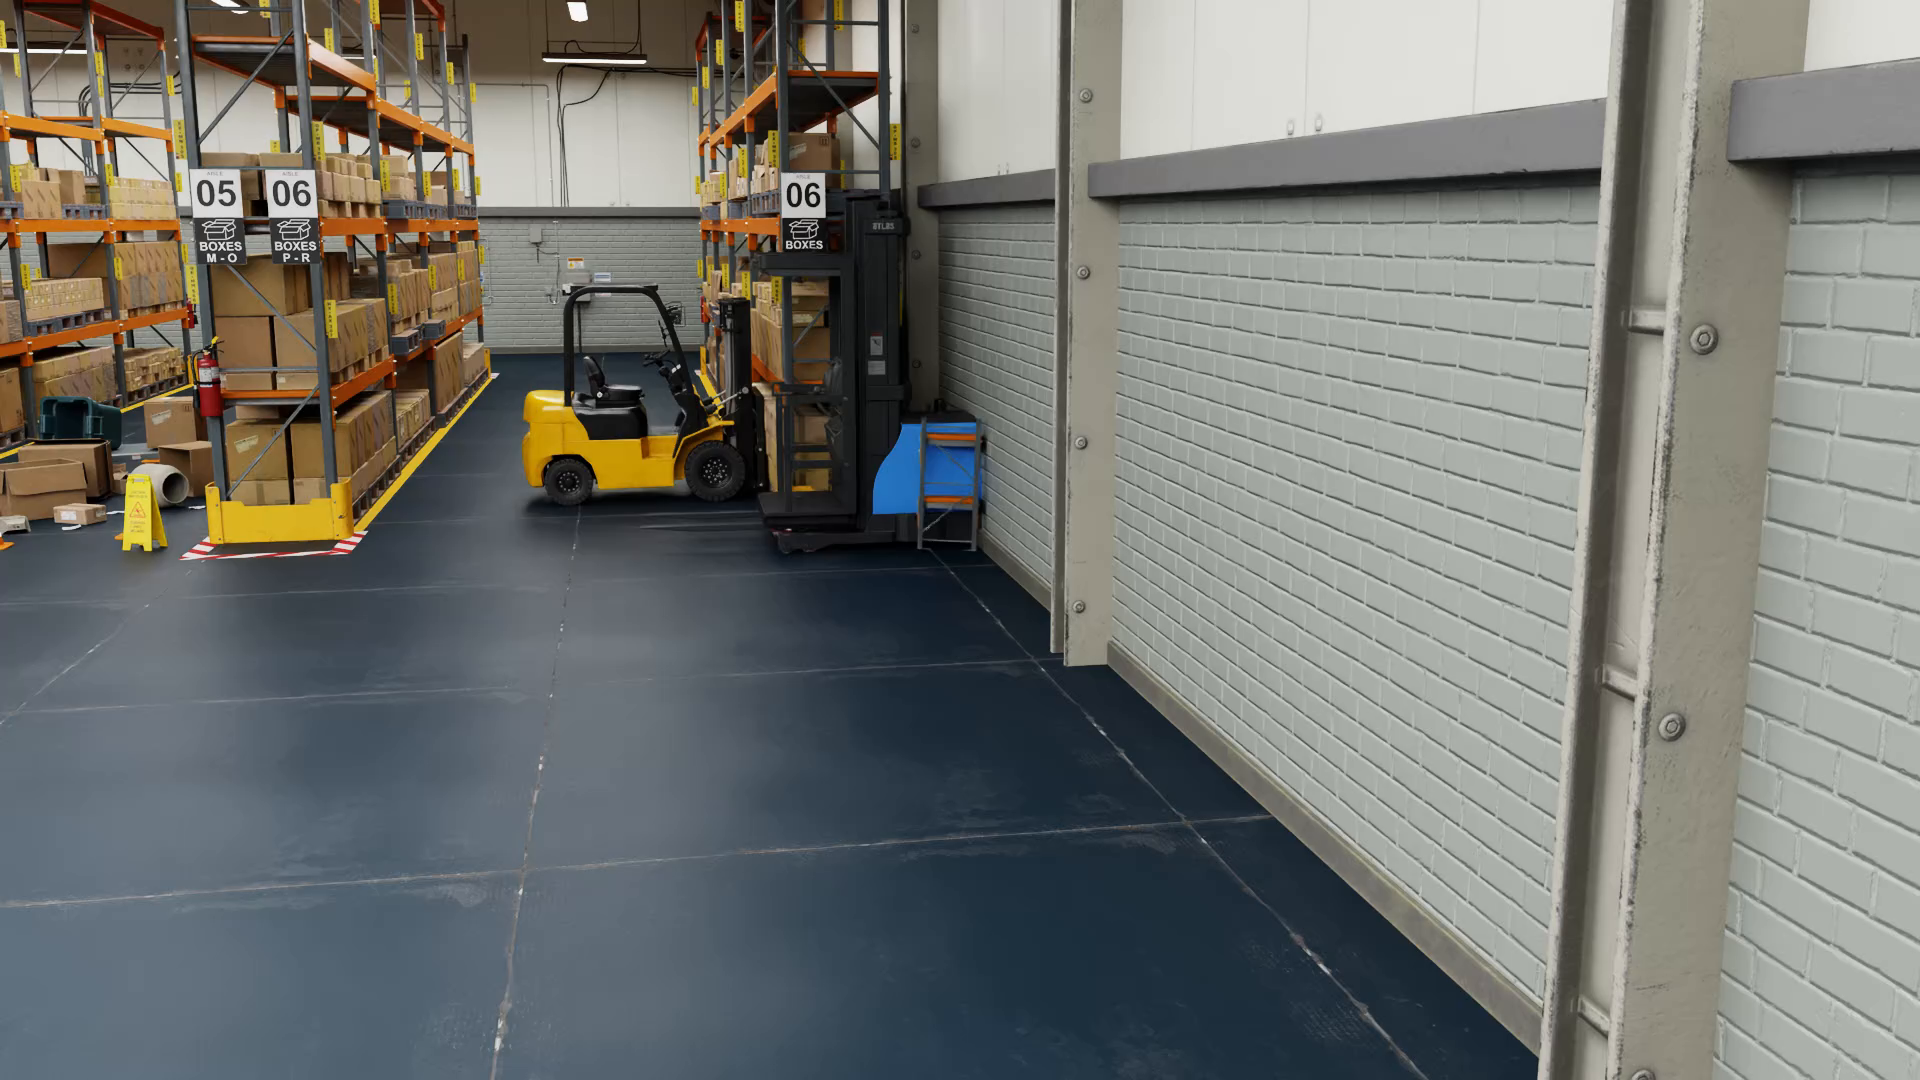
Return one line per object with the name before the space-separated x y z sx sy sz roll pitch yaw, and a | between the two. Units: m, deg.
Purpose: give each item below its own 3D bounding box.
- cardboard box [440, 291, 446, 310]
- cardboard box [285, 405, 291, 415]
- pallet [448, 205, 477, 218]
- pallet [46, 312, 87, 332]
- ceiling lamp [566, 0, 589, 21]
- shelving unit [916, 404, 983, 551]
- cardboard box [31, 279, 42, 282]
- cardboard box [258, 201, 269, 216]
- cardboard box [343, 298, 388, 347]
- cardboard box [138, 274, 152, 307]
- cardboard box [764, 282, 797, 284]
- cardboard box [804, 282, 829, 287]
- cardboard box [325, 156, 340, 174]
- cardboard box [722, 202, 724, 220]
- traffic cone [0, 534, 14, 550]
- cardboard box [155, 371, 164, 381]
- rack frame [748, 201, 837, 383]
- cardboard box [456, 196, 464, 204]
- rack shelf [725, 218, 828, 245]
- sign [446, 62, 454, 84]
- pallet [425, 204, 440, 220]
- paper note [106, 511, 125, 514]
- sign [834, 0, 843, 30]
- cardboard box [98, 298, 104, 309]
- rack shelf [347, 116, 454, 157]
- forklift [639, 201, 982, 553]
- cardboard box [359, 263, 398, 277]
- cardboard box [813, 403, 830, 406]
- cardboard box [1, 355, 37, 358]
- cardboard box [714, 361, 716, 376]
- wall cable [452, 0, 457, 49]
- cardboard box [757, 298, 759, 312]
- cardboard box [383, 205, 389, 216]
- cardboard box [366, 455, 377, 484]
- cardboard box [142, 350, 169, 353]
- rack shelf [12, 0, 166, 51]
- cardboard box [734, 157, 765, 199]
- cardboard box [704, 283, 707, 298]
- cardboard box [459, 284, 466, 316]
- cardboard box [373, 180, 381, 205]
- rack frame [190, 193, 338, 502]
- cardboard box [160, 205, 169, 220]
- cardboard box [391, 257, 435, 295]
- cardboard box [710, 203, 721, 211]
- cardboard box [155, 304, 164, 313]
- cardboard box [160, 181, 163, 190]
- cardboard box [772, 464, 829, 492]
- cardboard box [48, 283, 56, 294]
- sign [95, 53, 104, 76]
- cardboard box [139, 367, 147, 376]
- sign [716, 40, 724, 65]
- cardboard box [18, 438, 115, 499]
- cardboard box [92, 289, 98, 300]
cardboard box | -7.600 -3.404 23.624 0.500 0.250 0.500 -2 11 -11
cardboard box | -6.598 -1.268 15.824 0.380 0.149 0.250 -2 11 -10
pallet | -8.961 -5.705 28.864 1.003 0.211 1.213 -2 11 -11
pallet | -12.821 -3.013 23.015 1.003 0.211 1.213 -2 11 -11
ceiling lamp | -5.462 -9.439 24.612 0.800 3.185 2.000 -2 11 -11
shelving unit | -0.082 -0.563 14.558 0.538 1.125 1.048 2 11 1
cardboard box | -13.441 -3.667 23.898 0.380 0.149 0.250 -2 11 -11
cardboard box | -6.446 -2.976 14.961 0.380 0.149 0.250 -2 11 -9
cardboard box | -6.451 -2.333 17.868 0.500 0.500 0.500 -2 11 -12
cardboard box | -13.189 -3.958 26.407 0.500 0.500 0.500 -2 11 -12
cardboard box | -1.986 -2.792 18.545 0.380 0.149 0.250 -2 11 -10
cardboard box | -1.547 -2.810 18.640 0.380 0.149 0.250 -2 11 -13
cardboard box | -5.901 -3.433 15.230 0.380 0.149 0.250 -2 11 -11
cardboard box | -3.128 -4.702 23.758 0.500 0.250 0.500 -2 11 -11
traffic cone | -8.375 -0.159 14.297 0.336 0.463 0.334 -2 11 -11
cardboard box | -13.323 -2.694 27.330 0.380 0.149 0.250 -2 11 -10
rack frame | -1.913 -2.391 19.238 1.000 3.000 0.127 -2 11 -11
cardboard box | -8.780 -5.863 28.738 0.380 0.149 0.250 -3 11 -15
rack shelf | -2.302 -3.878 20.952 1.077 0.370 4.000 -2 11 -11
sign | -7.808 -7.144 25.454 0.100 0.325 0.005 -2 11 -11
pallet | -7.737 -4.441 22.488 1.213 0.211 1.003 -2 11 -8
paper note | -8.158 -0.275 16.088 0.148 0.019 0.142 2 11 9
sign | -1.364 -5.891 18.657 0.100 0.325 0.005 -2 11 -11
cardboard box | -12.902 -3.496 24.591 0.380 0.149 0.250 -2 11 -12
rack shelf | -7.949 -5.708 23.611 1.077 0.370 4.000 -2 11 -11
forklift | -1.275 -1.434 14.391 3.031 2.935 1.130 -2 11 -10
cardboard box | -6.526 -3.029 18.669 0.380 0.149 0.250 -2 11 -11
cardboard box | -1.231 -1.283 16.972 0.500 0.250 0.500 -2 11 -11
cardboard box | -12.978 -2.394 22.808 0.500 0.250 0.500 -2 11 -10
cardboard box | -3.935 -2.879 27.988 0.396 0.266 0.258 -2 11 -9
wall cable | -11.526 -11.594 33.896 2.355 3.000 0.029 -2 11 -11
cardboard box | -2.004 -2.549 18.063 0.380 0.149 0.250 -2 11 -10
cardboard box | -7.235 -4.189 20.386 0.797 0.503 0.637 -2 11 -11
cardboard box | -6.100 -0.684 16.496 0.500 0.250 0.500 -1 11 -7
cardboard box | -13.444 -3.082 27.776 0.380 0.149 0.250 -3 11 -13
rack shelf | -13.562 -8.072 26.074 1.077 0.370 4.000 -2 11 -11
cardboard box | -2.592 -4.575 21.028 0.500 0.500 0.500 -2 11 -10
cardboard box | -4.325 -4.479 29.813 0.500 0.250 0.500 -2 11 -10
cardboard box | -8.172 -3.822 26.487 0.500 0.500 0.500 -2 11 -9
cardboard box | -6.431 -3.685 17.616 0.500 0.250 0.500 -2 11 -12
rack frame | -6.004 -1.476 14.431 1.000 3.000 0.127 -2 11 -11
cardboard box | -13.497 -5.445 27.661 0.500 0.250 0.500 -2 11 -11
cardboard box | -7.416 -3.583 22.559 0.500 0.500 0.500 -2 11 -13
cardboard box | -3.809 -5.484 27.069 0.500 0.250 0.500 -2 11 -11
cardboard box | -13.441 -3.852 27.583 0.380 0.149 0.250 -3 11 -14
cardboard box | -13.626 -5.955 27.939 0.380 0.149 0.250 -2 11 -10
cardboard box | -1.537 -0.588 15.994 0.500 0.250 0.500 -2 11 -11
cardboard box | -12.499 -3.405 22.519 0.380 0.149 0.250 -2 11 -8
sign | -12.630 -6.984 24.400 0.100 0.325 0.005 -2 11 -11
cardboard box | -13.230 -2.696 26.546 0.380 0.149 0.250 -2 11 -8
sign | -3.222 -6.548 22.323 0.100 0.325 0.005 -2 11 -11
cardboard box | -9.019 -0.718 16.760 0.797 0.637 0.503 -2 11 -11
cardboard box | -12.850 -3.594 24.308 0.380 0.149 0.250 -2 11 -11
